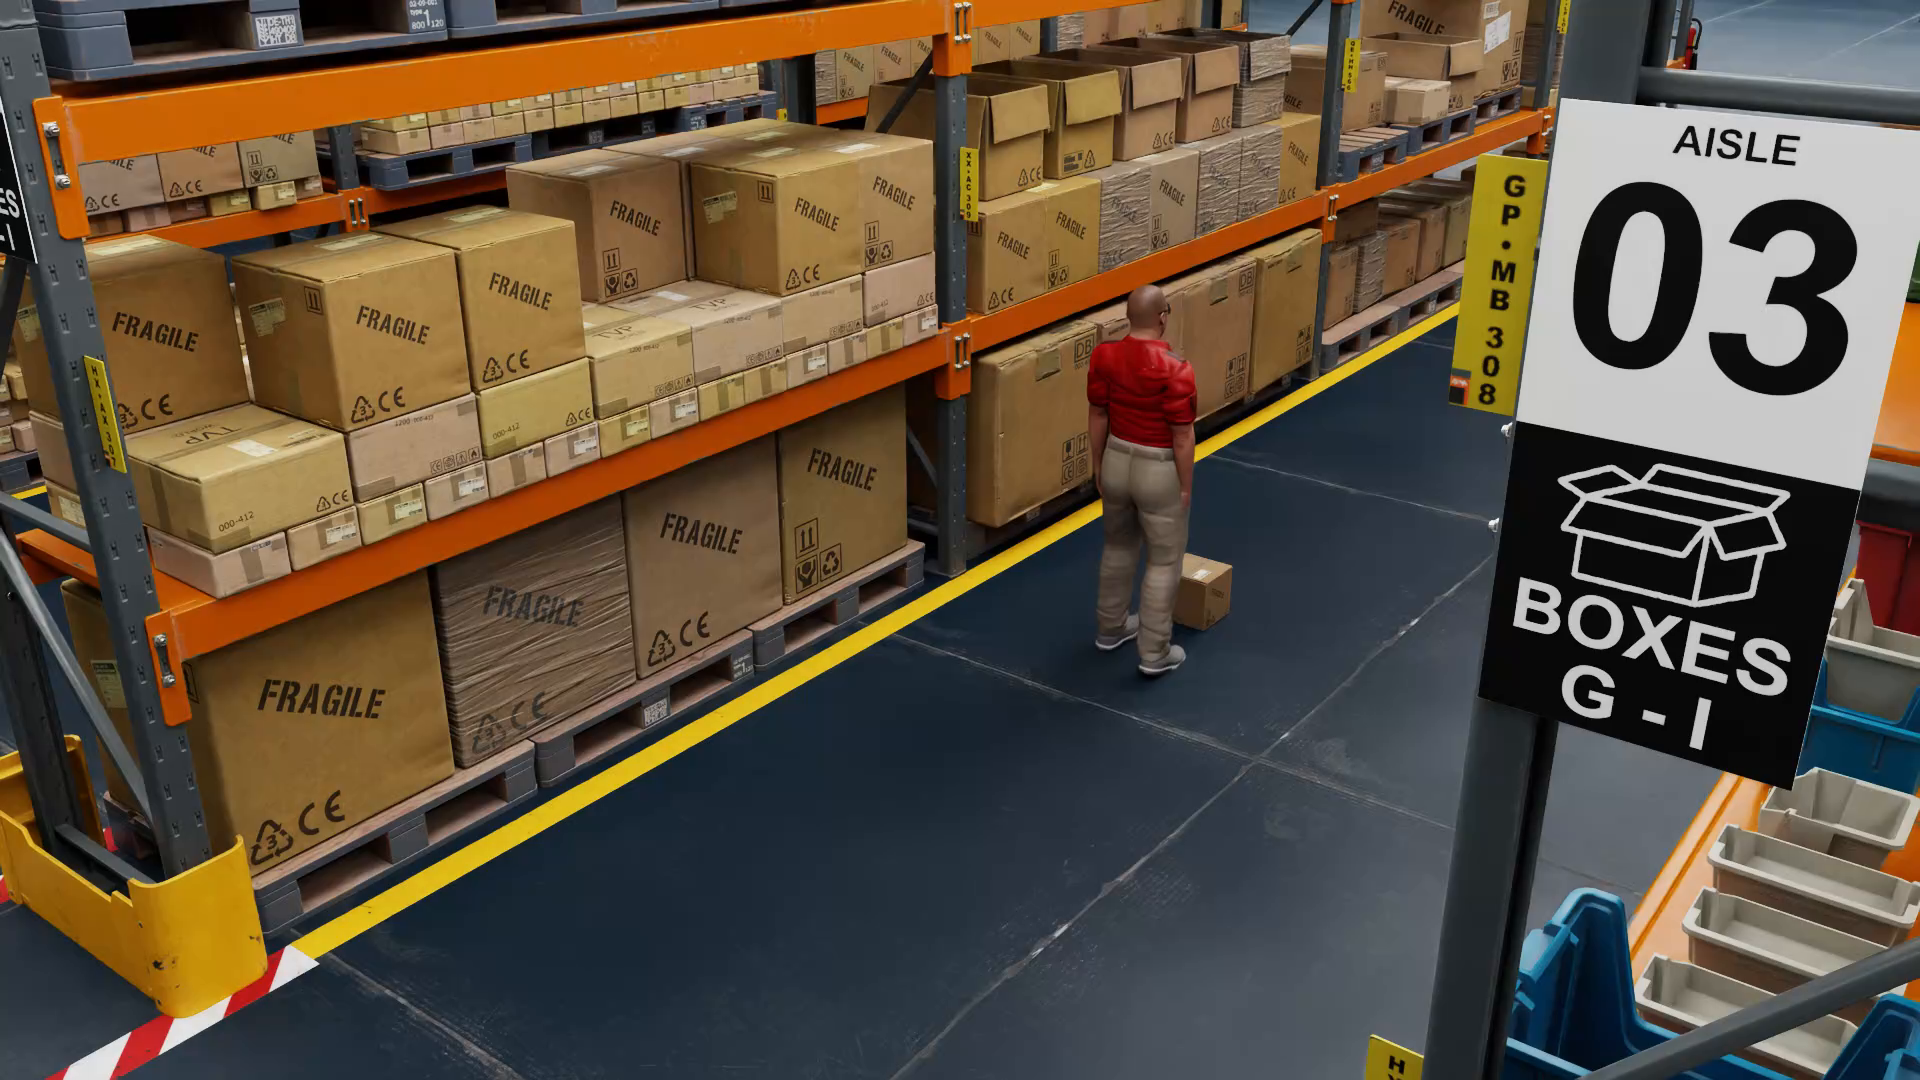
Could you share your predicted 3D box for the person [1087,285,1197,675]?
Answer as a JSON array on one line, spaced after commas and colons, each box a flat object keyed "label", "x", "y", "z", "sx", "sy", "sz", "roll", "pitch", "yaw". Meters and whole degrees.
[{"label": "person", "x": 0.813, "y": -0.274, "z": 7.286, "sx": 0.525, "sy": 1.744, "sz": 0.415, "roll": 17, "pitch": 29, "yaw": 35}]
